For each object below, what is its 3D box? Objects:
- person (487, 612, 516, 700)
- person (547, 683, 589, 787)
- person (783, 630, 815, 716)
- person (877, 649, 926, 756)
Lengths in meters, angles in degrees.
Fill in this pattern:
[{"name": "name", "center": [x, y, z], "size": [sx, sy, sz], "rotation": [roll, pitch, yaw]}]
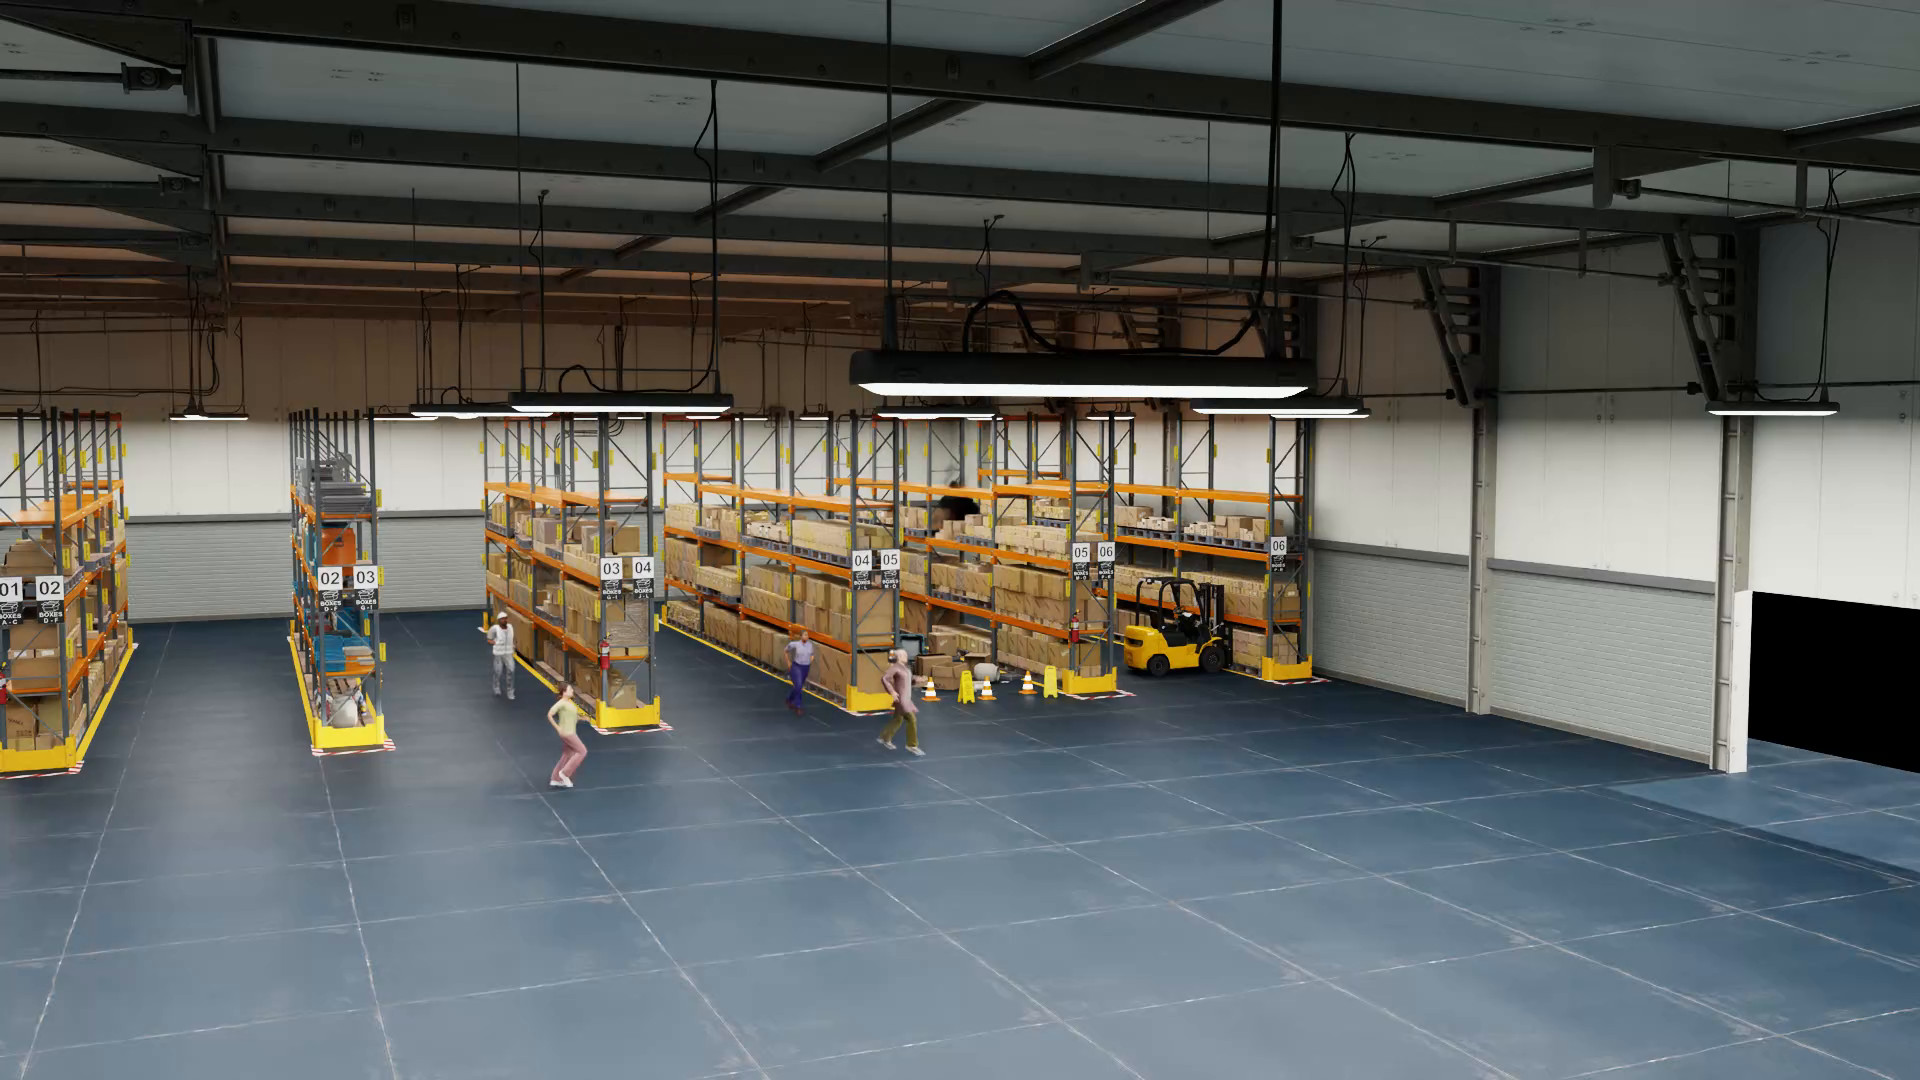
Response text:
[{"name": "person", "center": [-9.548, 2.412, 34.638], "size": [0.643, 1.840, 0.814], "rotation": [-3, 5, -34]}, {"name": "person", "center": [-6.135, 3.055, 26.105], "size": [0.628, 1.639, 0.560], "rotation": [0, 4, -2]}, {"name": "person", "center": [-3.150, 2.606, 32.977], "size": [0.629, 1.664, 0.843], "rotation": [-3, 5, -41]}, {"name": "person", "center": [-1.022, 2.806, 28.790], "size": [0.918, 1.834, 0.680], "rotation": [1, 4, 12]}]
